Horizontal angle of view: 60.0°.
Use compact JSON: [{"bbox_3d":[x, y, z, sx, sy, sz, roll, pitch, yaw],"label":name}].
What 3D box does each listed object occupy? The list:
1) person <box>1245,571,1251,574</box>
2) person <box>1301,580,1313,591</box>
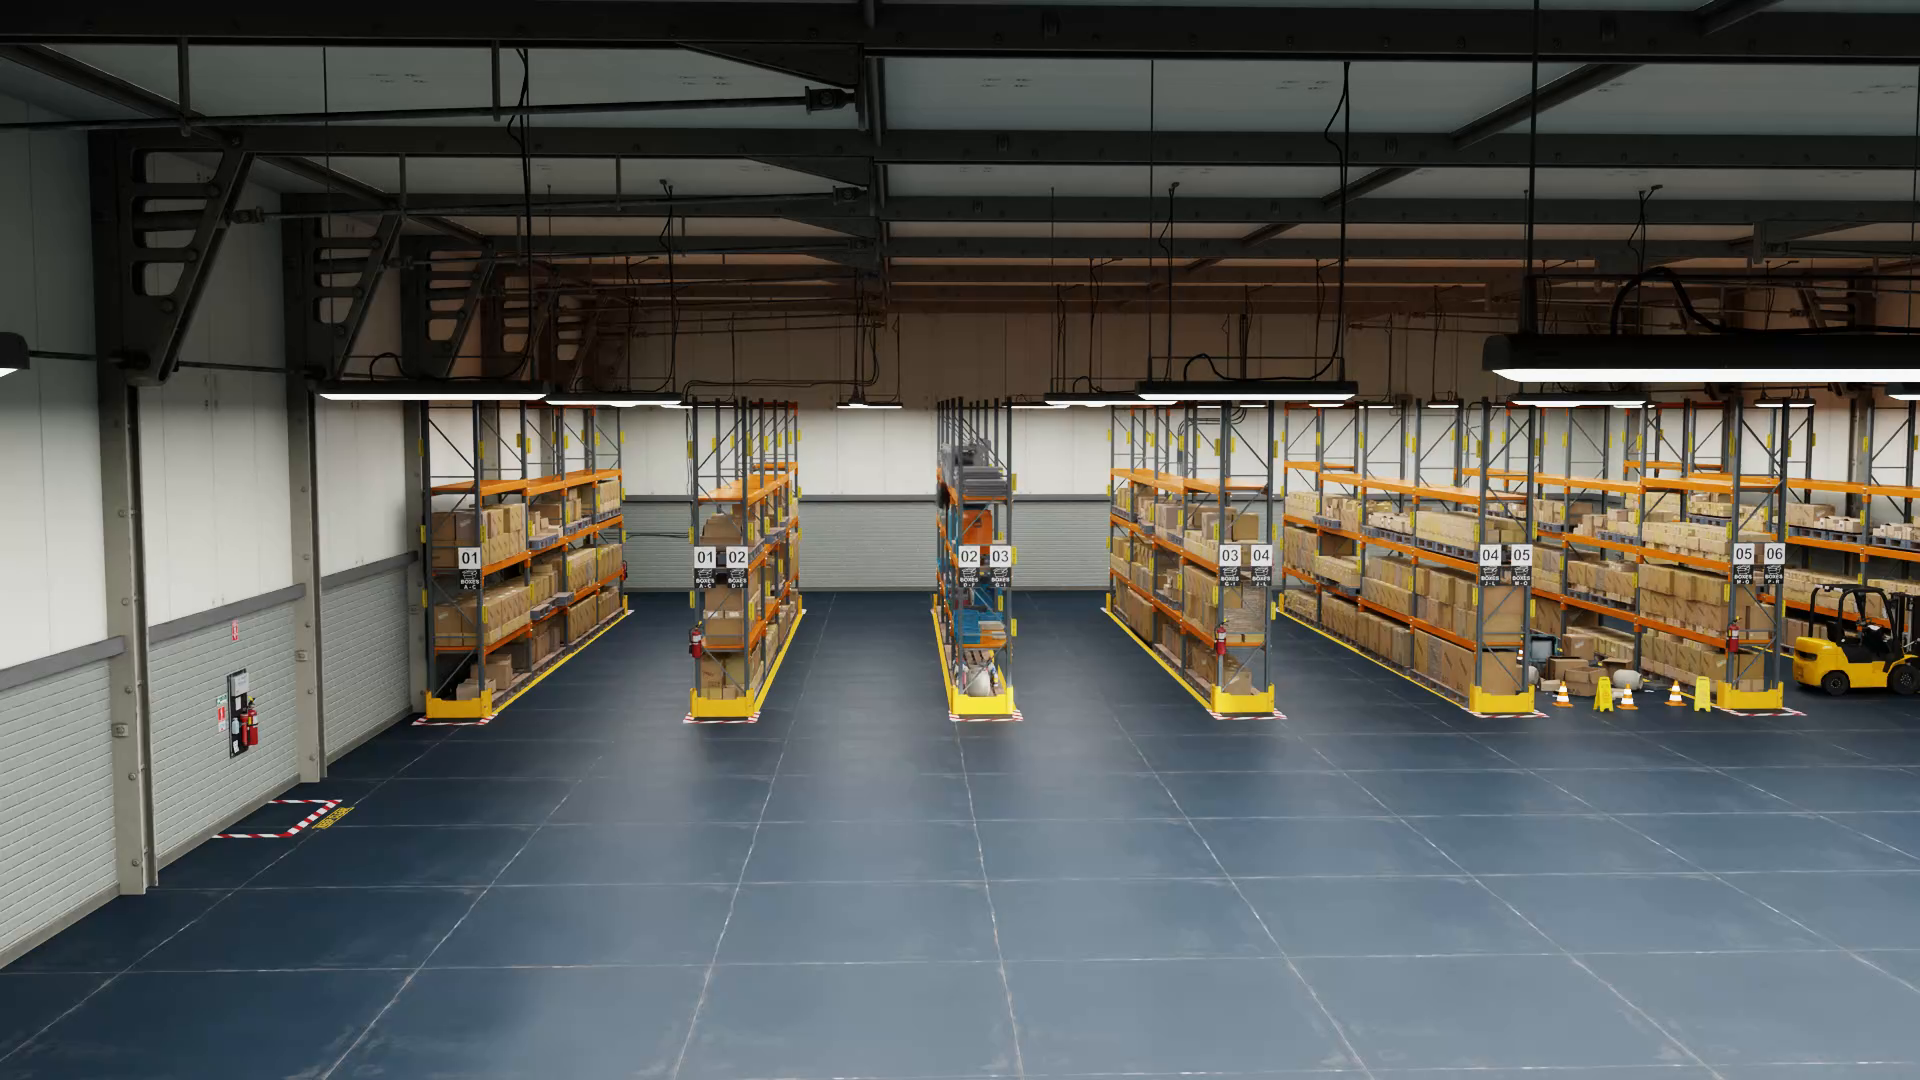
[{"bbox_3d":[8.102,1.164,48.190,0.841,1.637,0.843,3,5,36],"label":"person"},{"bbox_3d":[10.604,1.003,50.127,0.771,1.759,0.606,-2,5,-28],"label":"person"}]
